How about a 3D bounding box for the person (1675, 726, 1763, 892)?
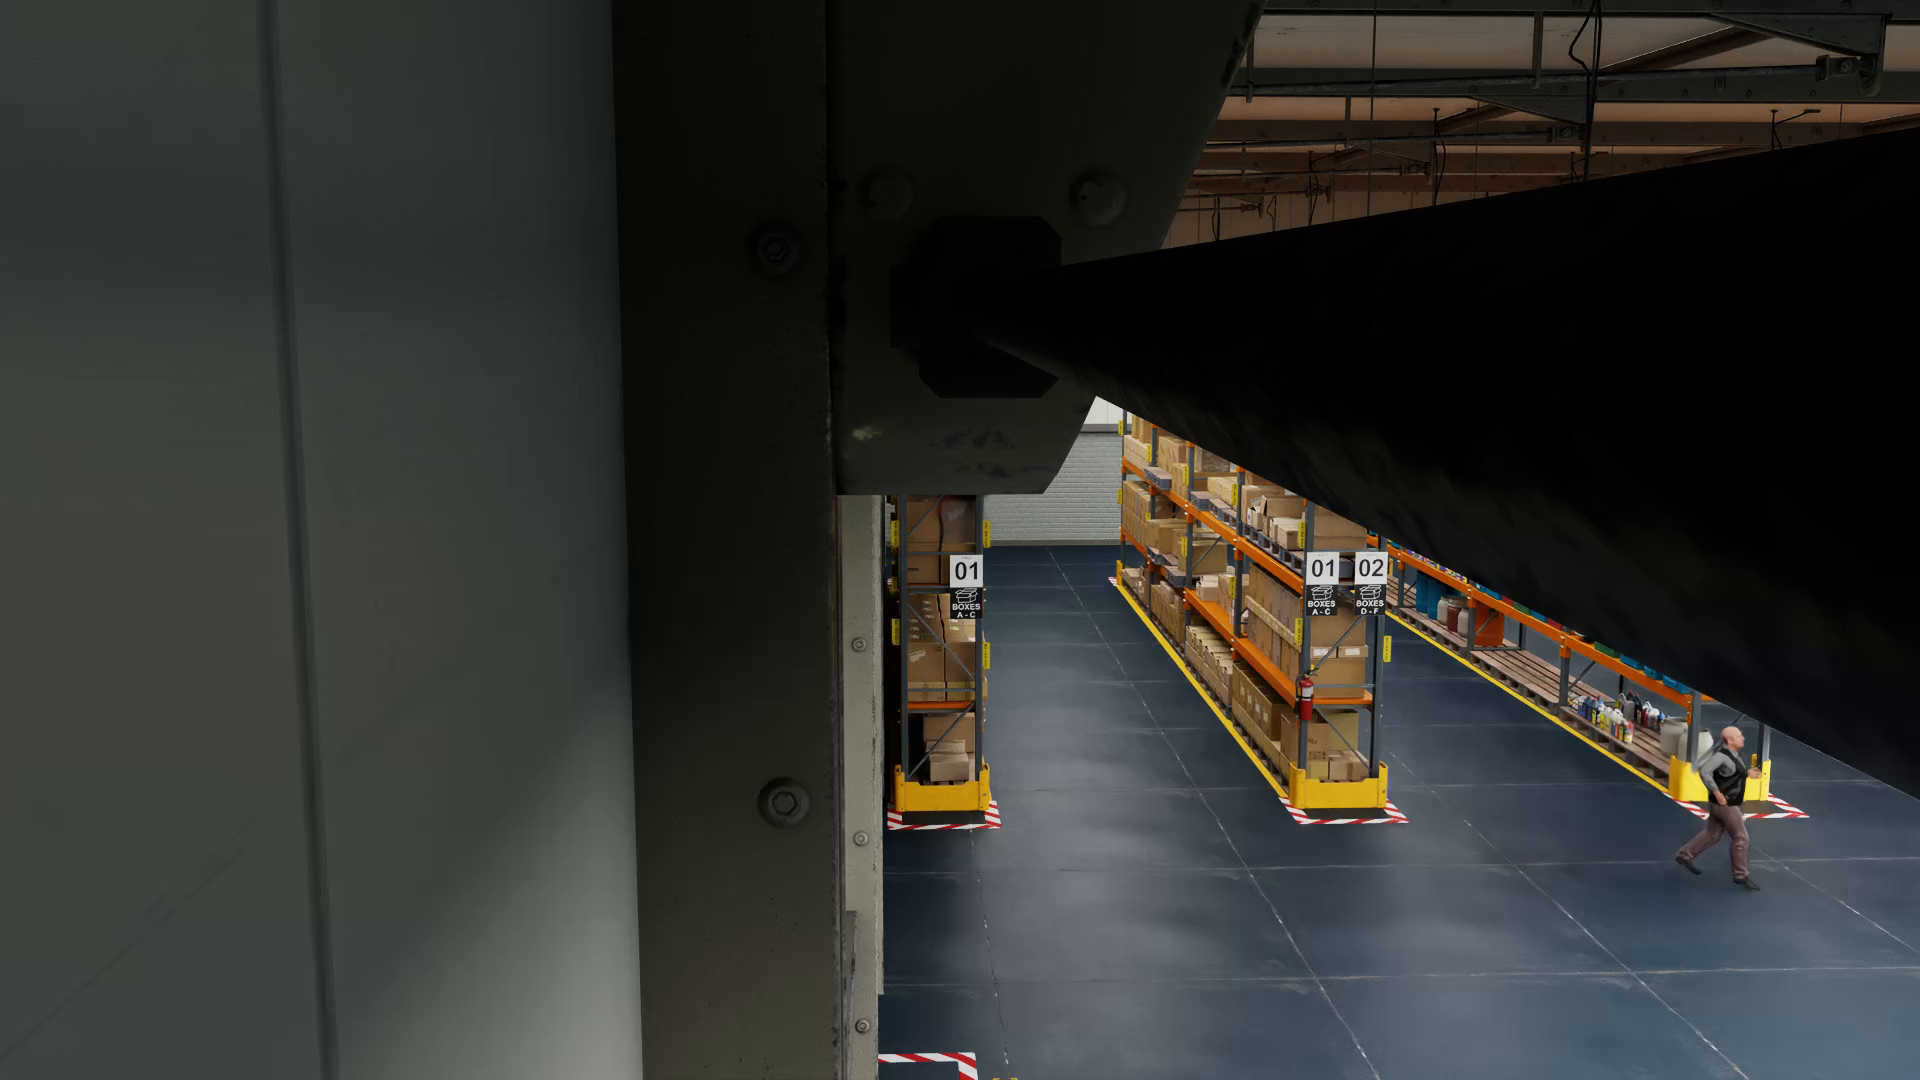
[{"bbox_3d":[8.215,2.855,17.917,0.871,1.761,0.638,4,9,25],"label":"person"}]
